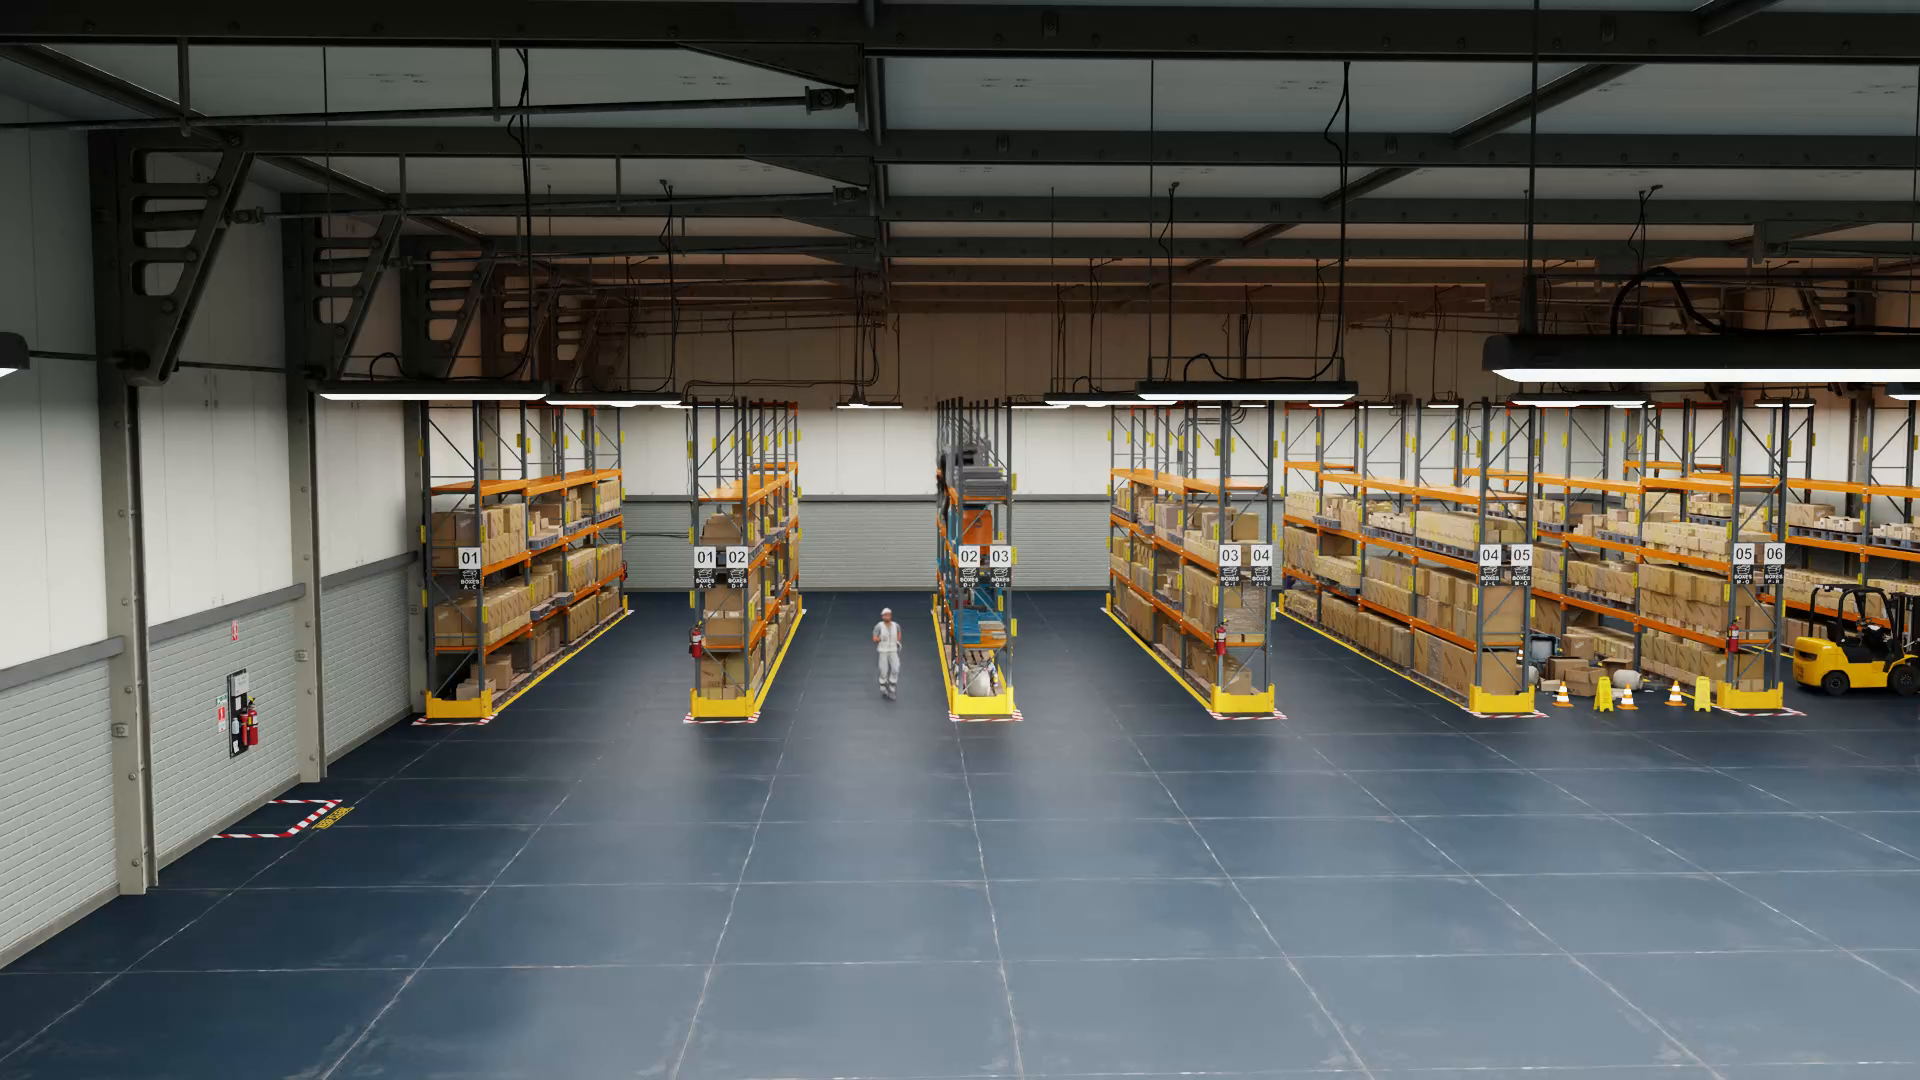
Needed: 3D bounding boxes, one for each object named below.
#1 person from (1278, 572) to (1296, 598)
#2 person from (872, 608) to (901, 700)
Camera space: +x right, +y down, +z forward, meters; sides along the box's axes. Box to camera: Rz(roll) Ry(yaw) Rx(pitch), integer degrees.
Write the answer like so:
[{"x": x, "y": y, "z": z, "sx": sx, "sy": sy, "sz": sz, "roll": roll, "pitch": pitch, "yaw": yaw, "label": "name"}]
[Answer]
[{"x": 9.605, "y": 1.159, "z": 48.676, "sx": 0.568, "sy": 1.601, "sz": 0.650, "roll": -1, "pitch": 5, "yaw": -17, "label": "person"}, {"x": -1.429, "y": 2.275, "z": 33.126, "sx": 0.630, "sy": 1.832, "sz": 0.708, "roll": -1, "pitch": 5, "yaw": -15, "label": "person"}]
